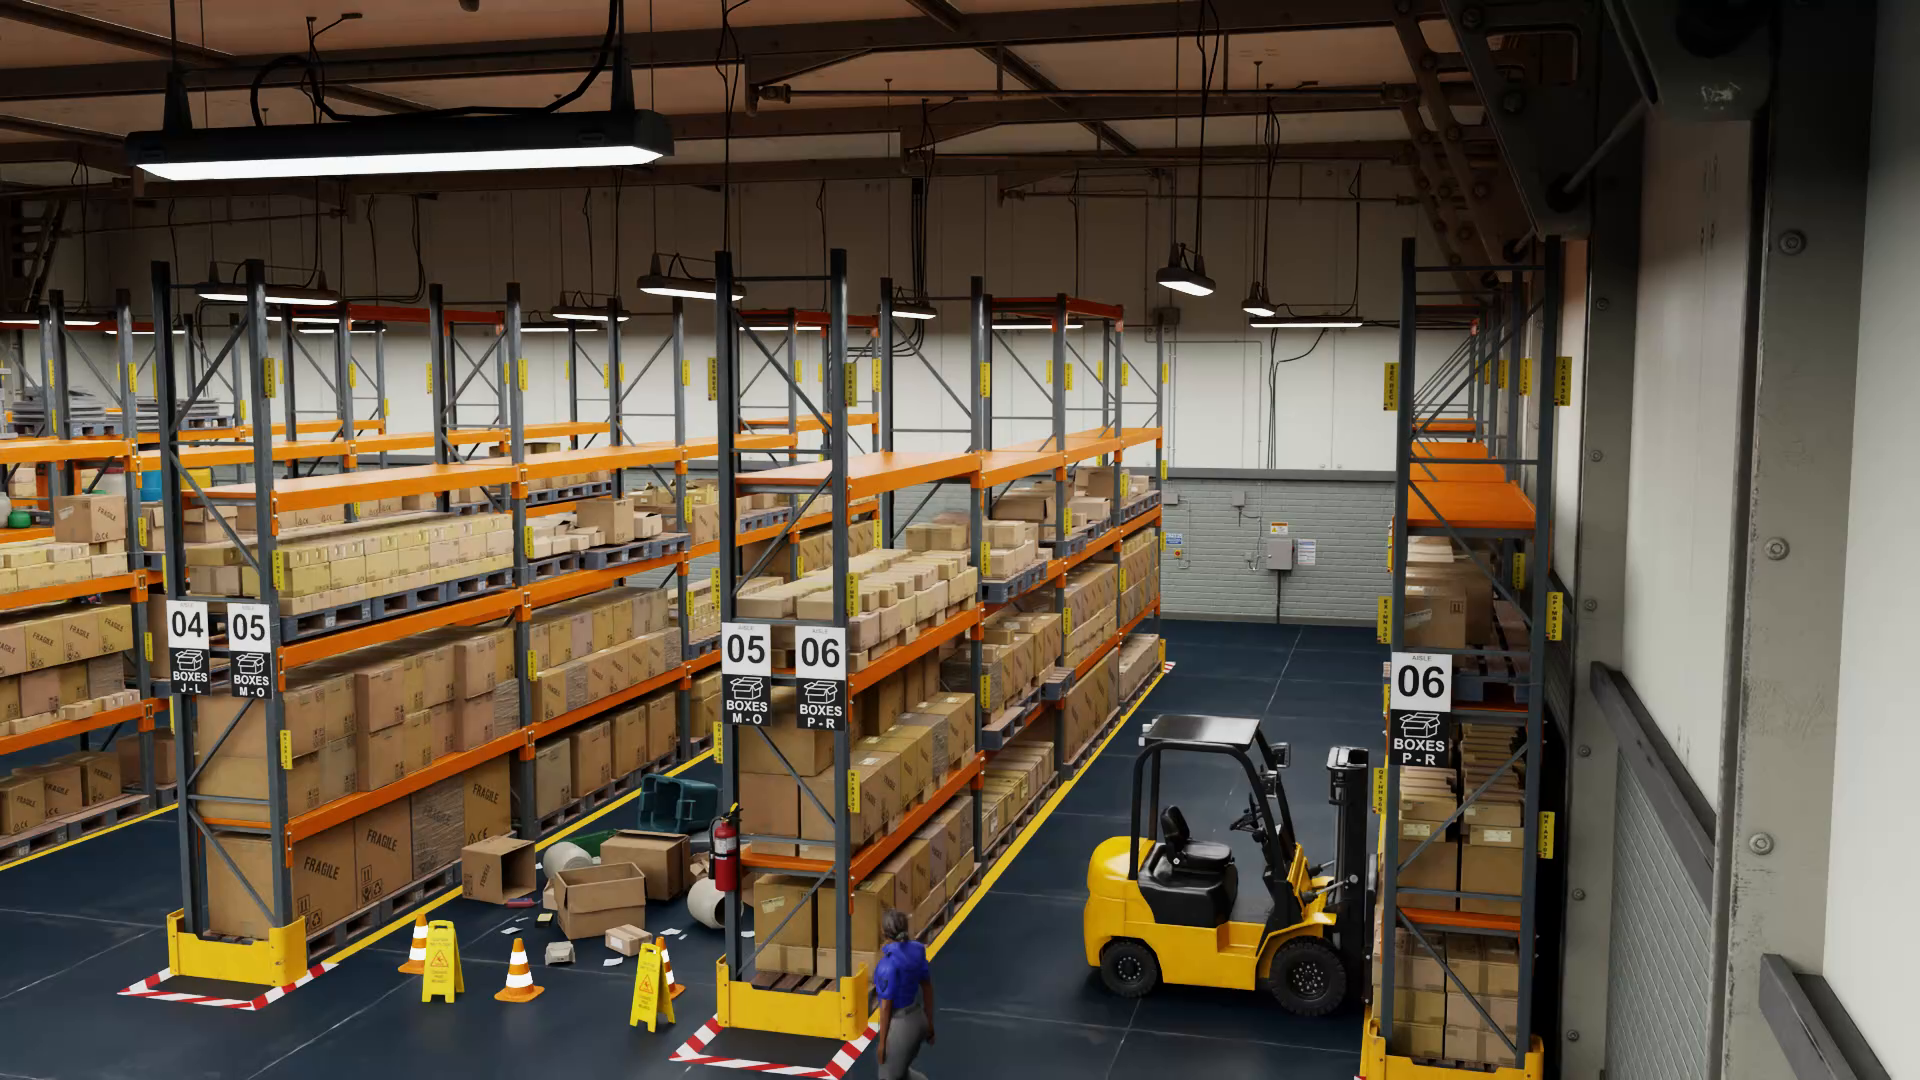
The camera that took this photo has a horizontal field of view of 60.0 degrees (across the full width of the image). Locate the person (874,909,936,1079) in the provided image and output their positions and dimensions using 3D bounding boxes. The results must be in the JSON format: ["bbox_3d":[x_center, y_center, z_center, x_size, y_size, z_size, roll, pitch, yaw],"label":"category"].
[{"bbox_3d":[-0.320,3.201,10.816,0.572,1.624,0.439,2,6,20],"label":"person"}]
